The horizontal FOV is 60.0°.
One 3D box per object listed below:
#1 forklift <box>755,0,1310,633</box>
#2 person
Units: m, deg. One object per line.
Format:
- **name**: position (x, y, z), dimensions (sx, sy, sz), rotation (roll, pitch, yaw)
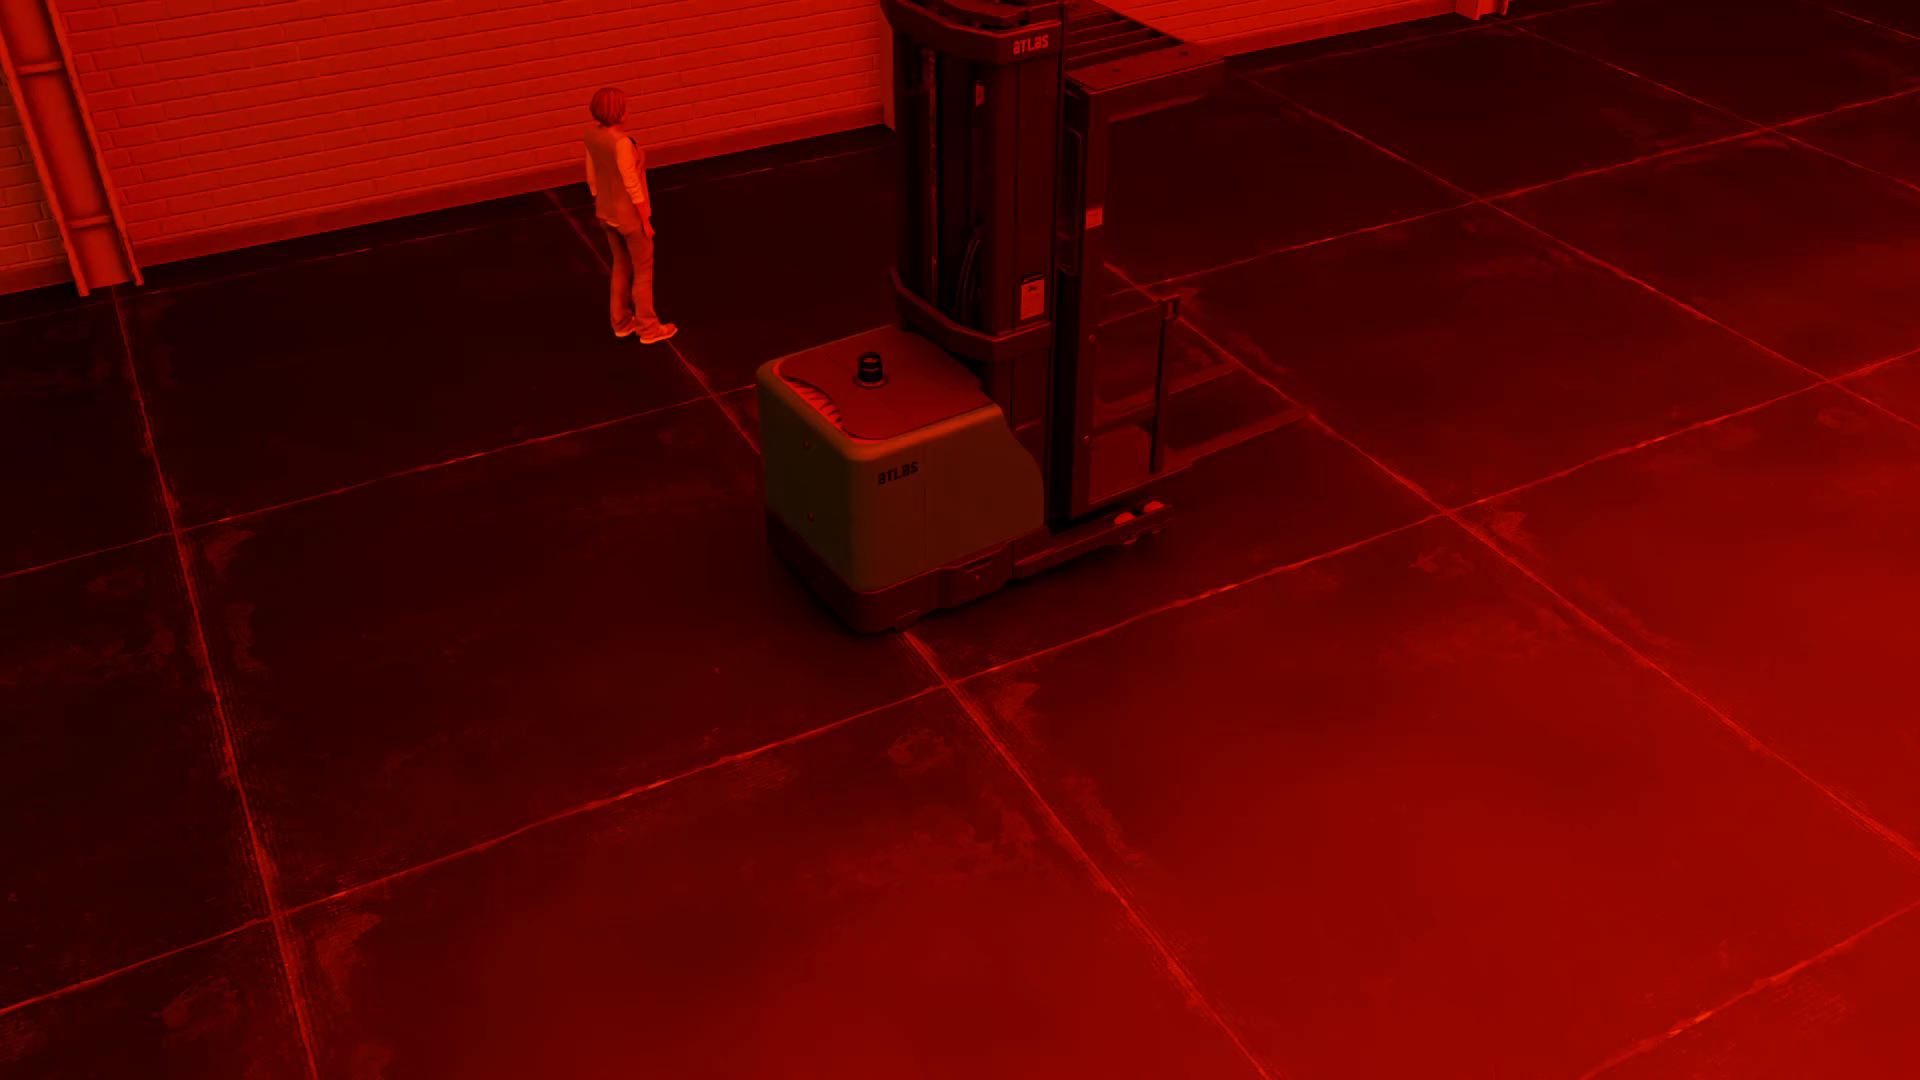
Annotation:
- **forklift**: position (0.509, -1.404, 8.109), dimensions (3.031, 2.935, 1.130), rotation (-21, 40, -27)
- **person**: position (-2.011, -1.954, 10.042), dimensions (0.462, 1.602, 0.336), rotation (25, 42, 31)
